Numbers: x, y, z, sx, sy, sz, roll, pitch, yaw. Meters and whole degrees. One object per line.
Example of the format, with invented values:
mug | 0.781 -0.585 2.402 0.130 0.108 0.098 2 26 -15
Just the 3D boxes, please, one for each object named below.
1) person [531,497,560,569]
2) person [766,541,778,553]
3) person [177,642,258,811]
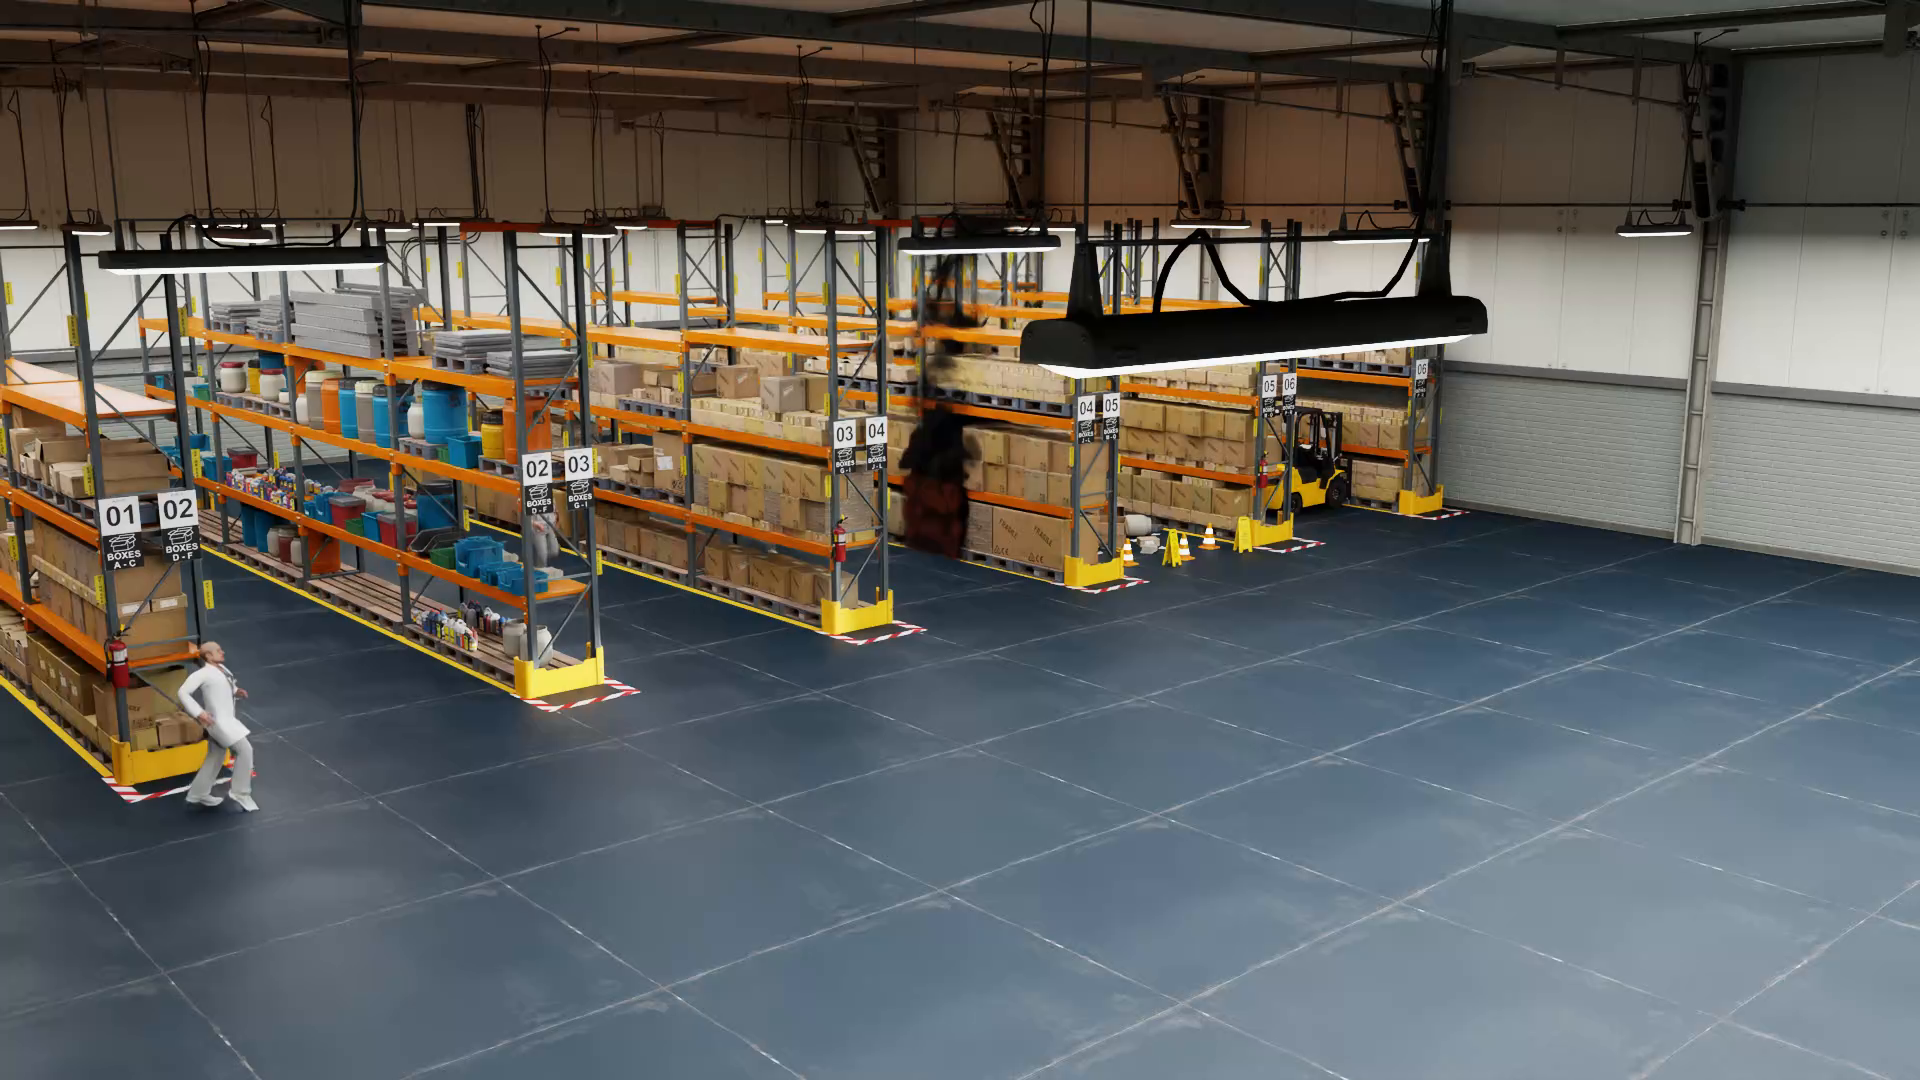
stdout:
person | -7.110 -0.186 28.421 0.698 1.742 0.594 -11 16 -43
person | -3.428 -0.547 30.487 0.571 1.634 0.483 -11 16 -43
person | -7.890 1.983 17.655 0.723 1.833 0.731 -4 12 -18
